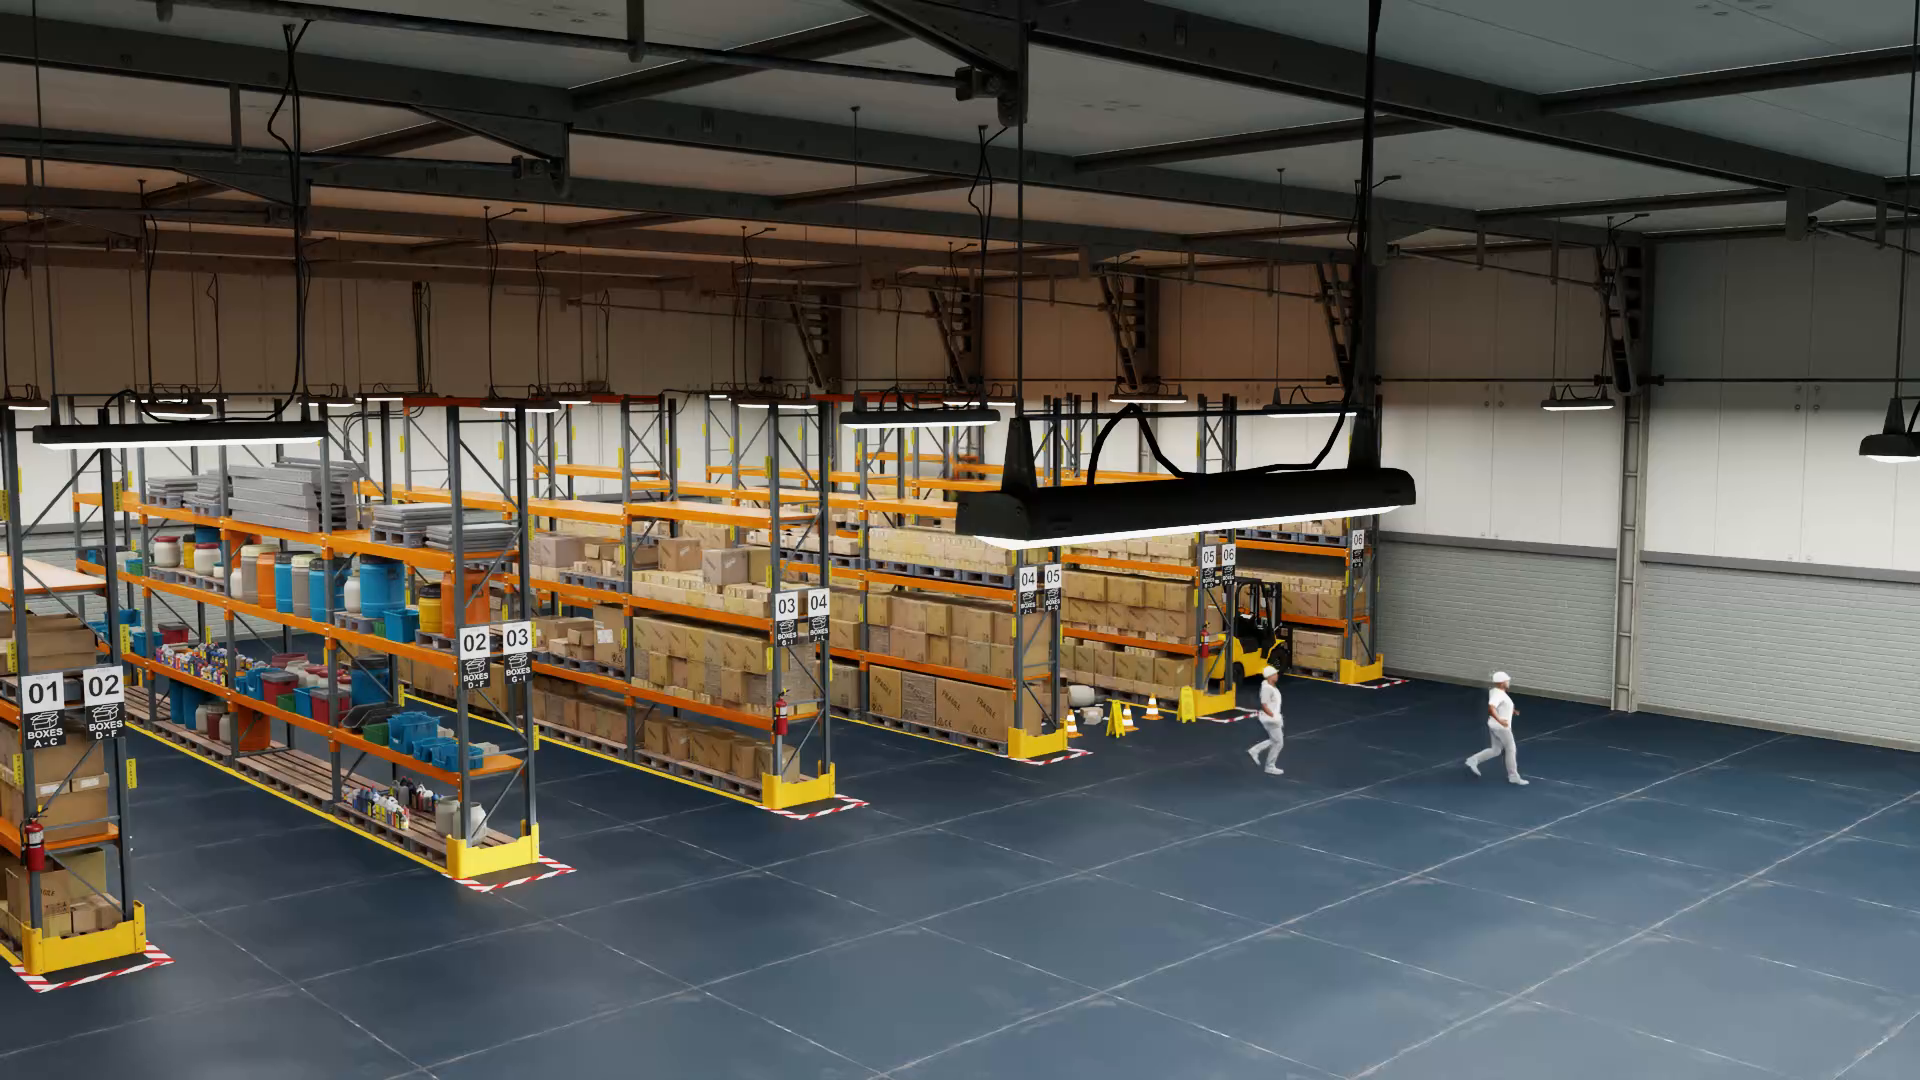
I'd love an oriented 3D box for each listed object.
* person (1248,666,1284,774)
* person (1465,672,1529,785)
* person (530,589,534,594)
[{"bbox_3d":[4.927,2.886,26.738,0.576,1.748,0.676,1,6,8],"label":"person"},{"bbox_3d":[8.420,2.939,26.002,0.968,1.773,0.700,0,6,3],"label":"person"},{"bbox_3d":[-9.817,1.910,37.337,0.702,1.740,1.008,-5,7,-41],"label":"person"}]
